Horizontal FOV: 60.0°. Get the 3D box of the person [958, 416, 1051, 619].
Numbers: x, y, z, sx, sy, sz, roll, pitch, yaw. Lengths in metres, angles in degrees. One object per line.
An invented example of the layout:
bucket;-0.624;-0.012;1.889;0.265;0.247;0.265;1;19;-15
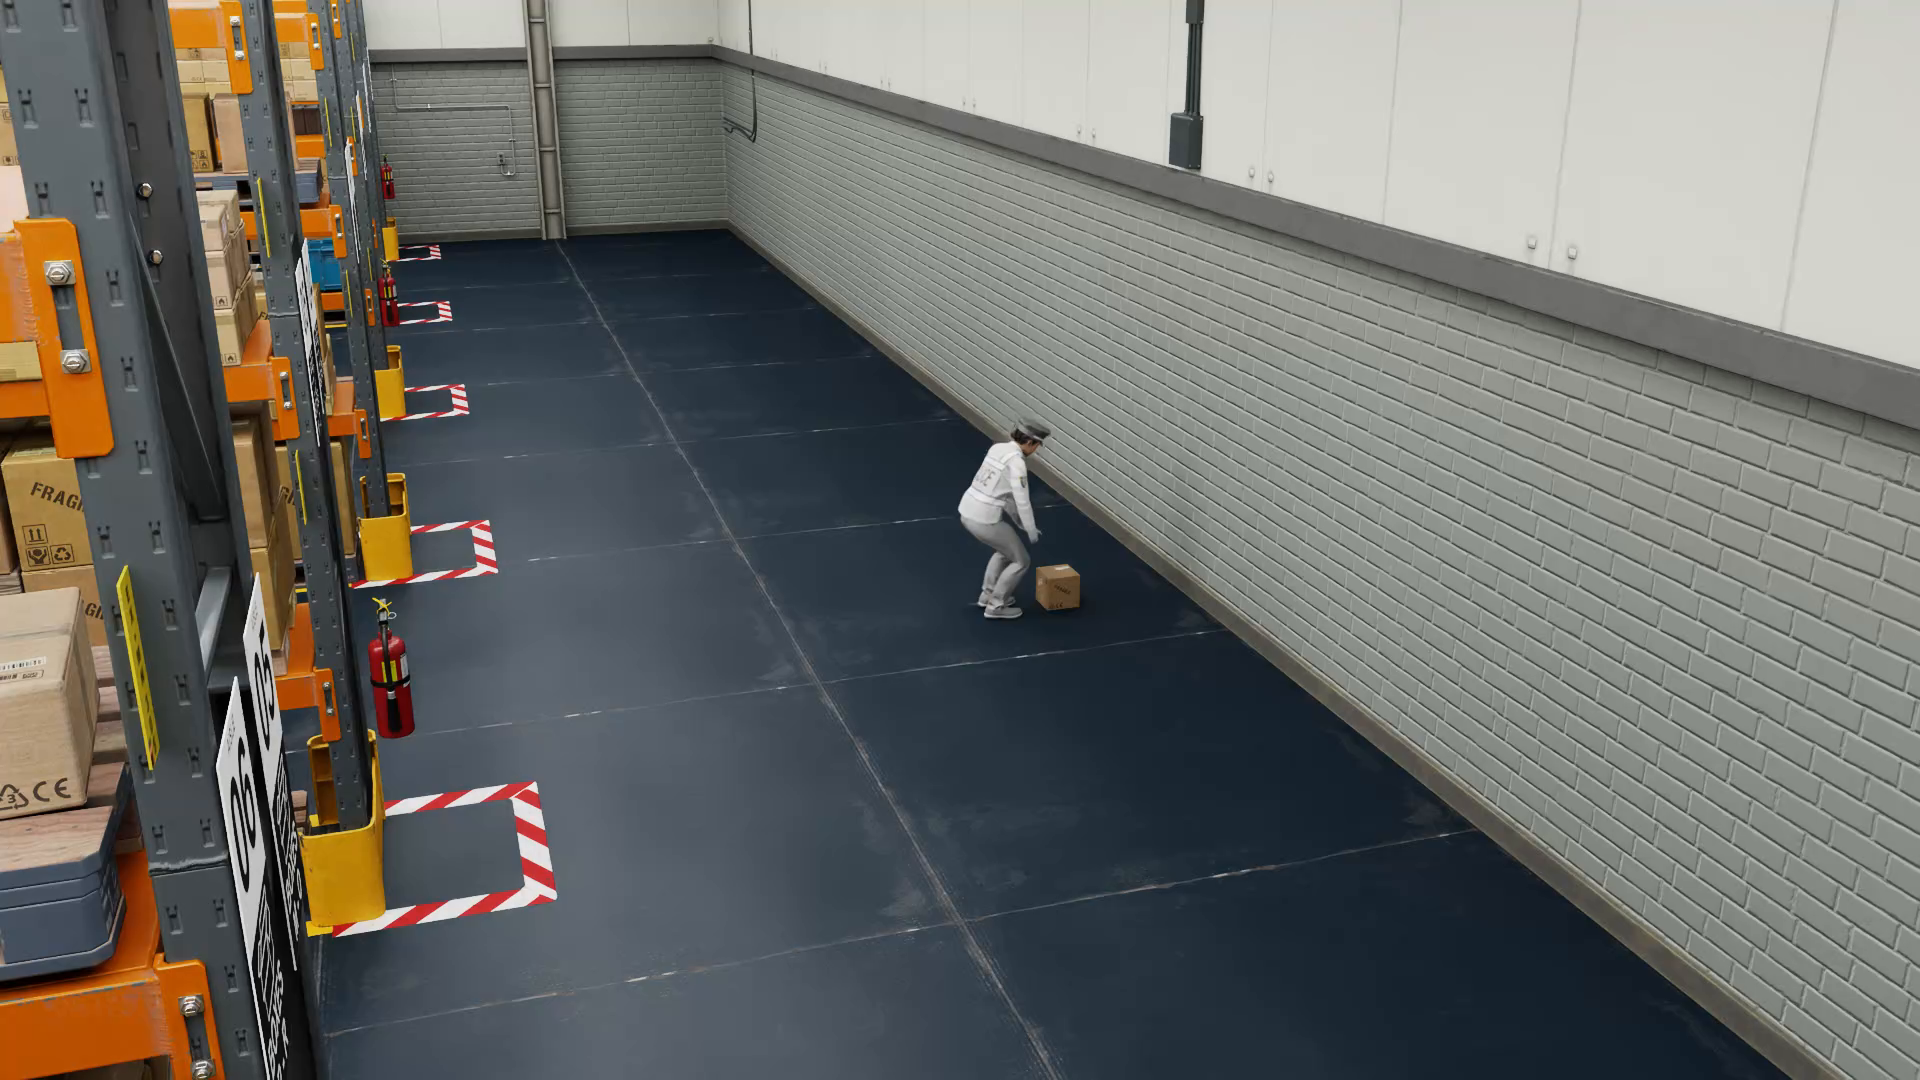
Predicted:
person;0.318;-0.168;11.914;0.674;1.429;0.534;-6;20;-17
